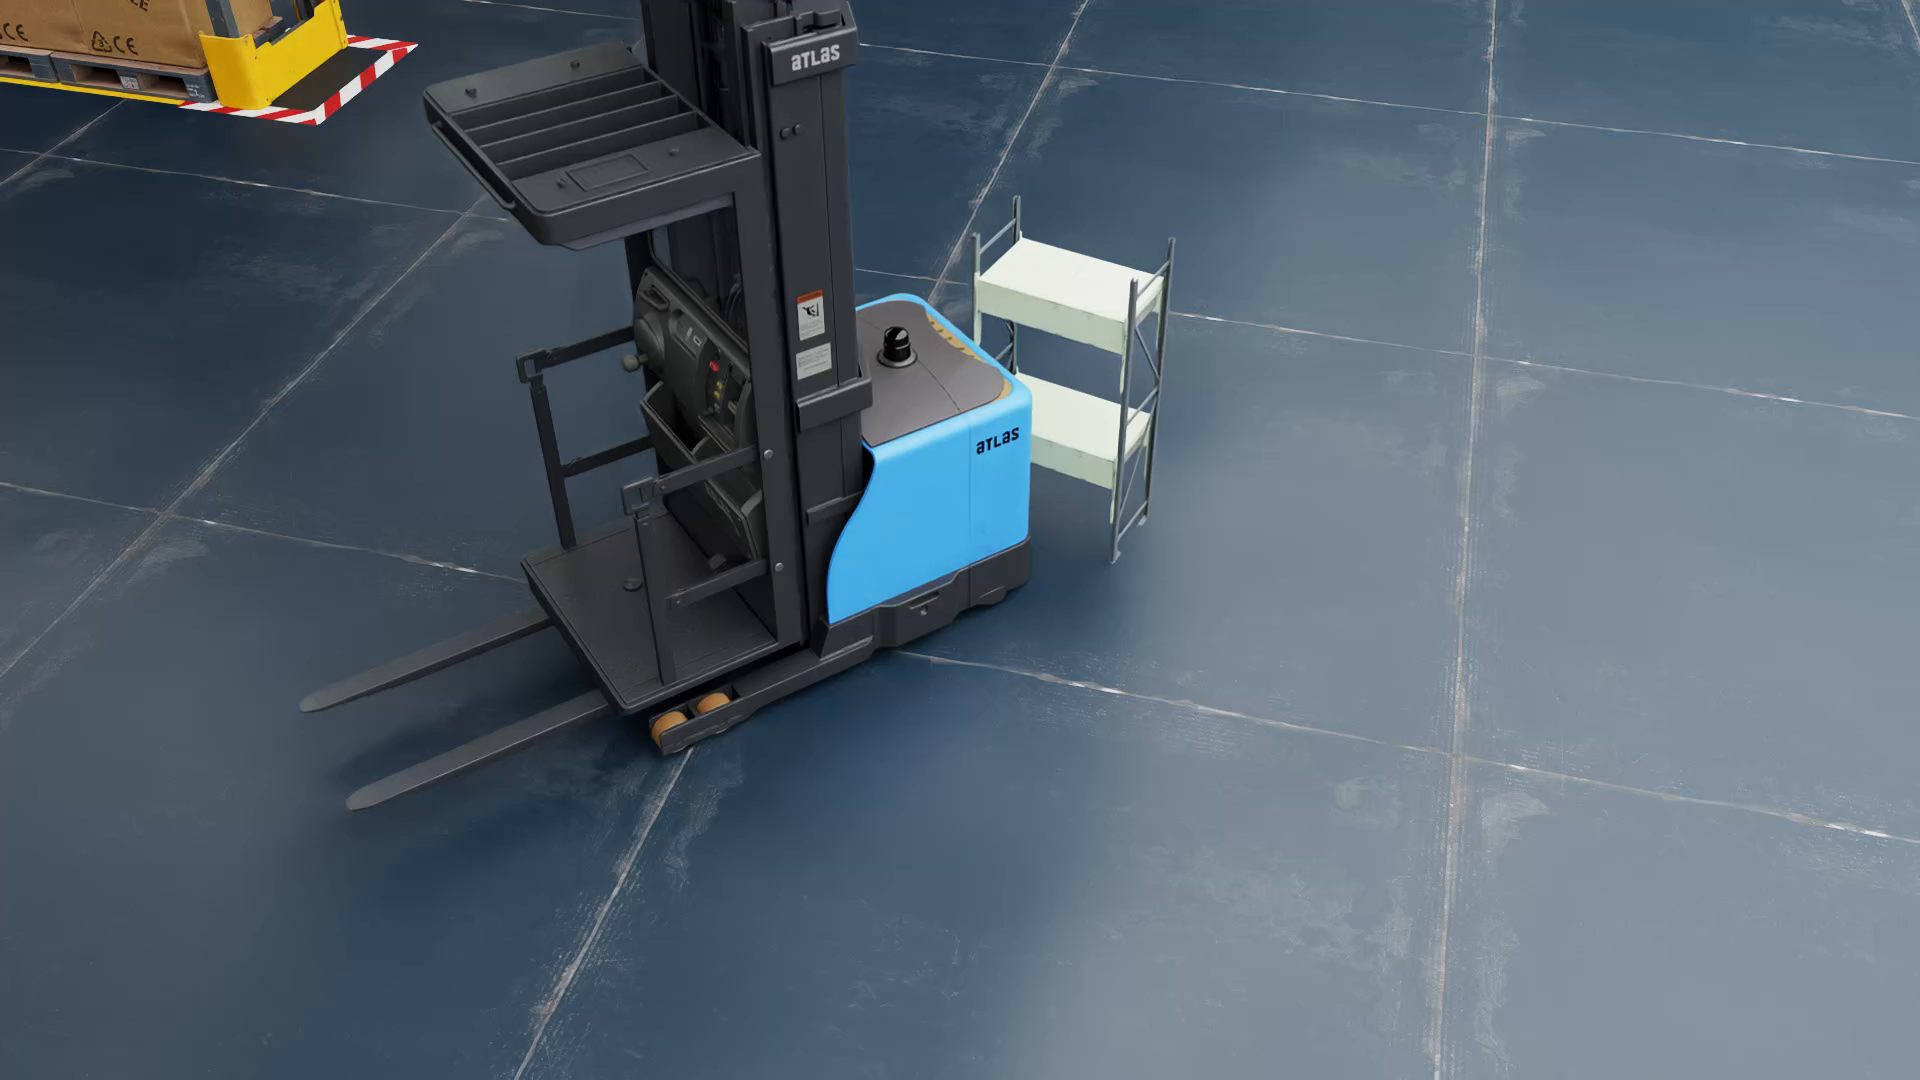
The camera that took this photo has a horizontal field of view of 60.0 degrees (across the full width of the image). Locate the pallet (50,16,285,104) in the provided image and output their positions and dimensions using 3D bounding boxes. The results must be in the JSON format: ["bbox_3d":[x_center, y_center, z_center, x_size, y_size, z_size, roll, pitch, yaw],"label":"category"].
[{"bbox_3d":[-5.548,-3.451,11.720,1.213,0.211,1.003,10,41,11],"label":"pallet"}]

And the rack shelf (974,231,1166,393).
[{"bbox_3d":[0.474,-0.992,7.183,0.720,0.370,0.431,20,44,22],"label":"rack shelf"}]

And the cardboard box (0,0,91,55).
[{"bbox_3d":[-6.278,-3.999,11.529,0.875,0.875,0.875,9,41,11],"label":"cardboard box"}]

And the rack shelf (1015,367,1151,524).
[{"bbox_3d":[0.474,-0.443,7.643,0.720,0.370,0.431,20,44,22],"label":"rack shelf"}]

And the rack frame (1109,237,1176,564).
[{"bbox_3d":[0.793,-0.577,7.295,0.023,1.500,0.400,20,44,22],"label":"rack frame"}]

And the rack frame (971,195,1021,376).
[{"bbox_3d":[0.156,-0.809,7.572,0.023,1.500,0.400,20,44,22],"label":"rack frame"}]

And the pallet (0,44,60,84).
[{"bbox_3d":[-6.723,-3.656,11.963,1.213,0.211,1.003,10,41,11],"label":"pallet"}]

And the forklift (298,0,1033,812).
[{"bbox_3d":[-1.198,-0.649,6.269,3.031,2.935,1.130,-23,45,-25],"label":"forklift"}]

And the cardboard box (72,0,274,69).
[{"bbox_3d":[-5.427,-3.854,11.357,0.875,0.875,0.875,10,41,12],"label":"cardboard box"}]

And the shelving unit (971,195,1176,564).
[{"bbox_3d":[0.474,-0.693,7.434,0.755,1.500,0.431,20,44,22],"label":"shelving unit"}]

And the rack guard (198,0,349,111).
[{"bbox_3d":[-4.732,-3.474,11.522,0.348,0.500,1.175,10,41,11],"label":"rack guard"}]

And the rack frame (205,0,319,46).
[{"bbox_3d":[-4.755,-4.435,10.723,0.127,3.000,1.000,10,41,11],"label":"rack frame"}]
